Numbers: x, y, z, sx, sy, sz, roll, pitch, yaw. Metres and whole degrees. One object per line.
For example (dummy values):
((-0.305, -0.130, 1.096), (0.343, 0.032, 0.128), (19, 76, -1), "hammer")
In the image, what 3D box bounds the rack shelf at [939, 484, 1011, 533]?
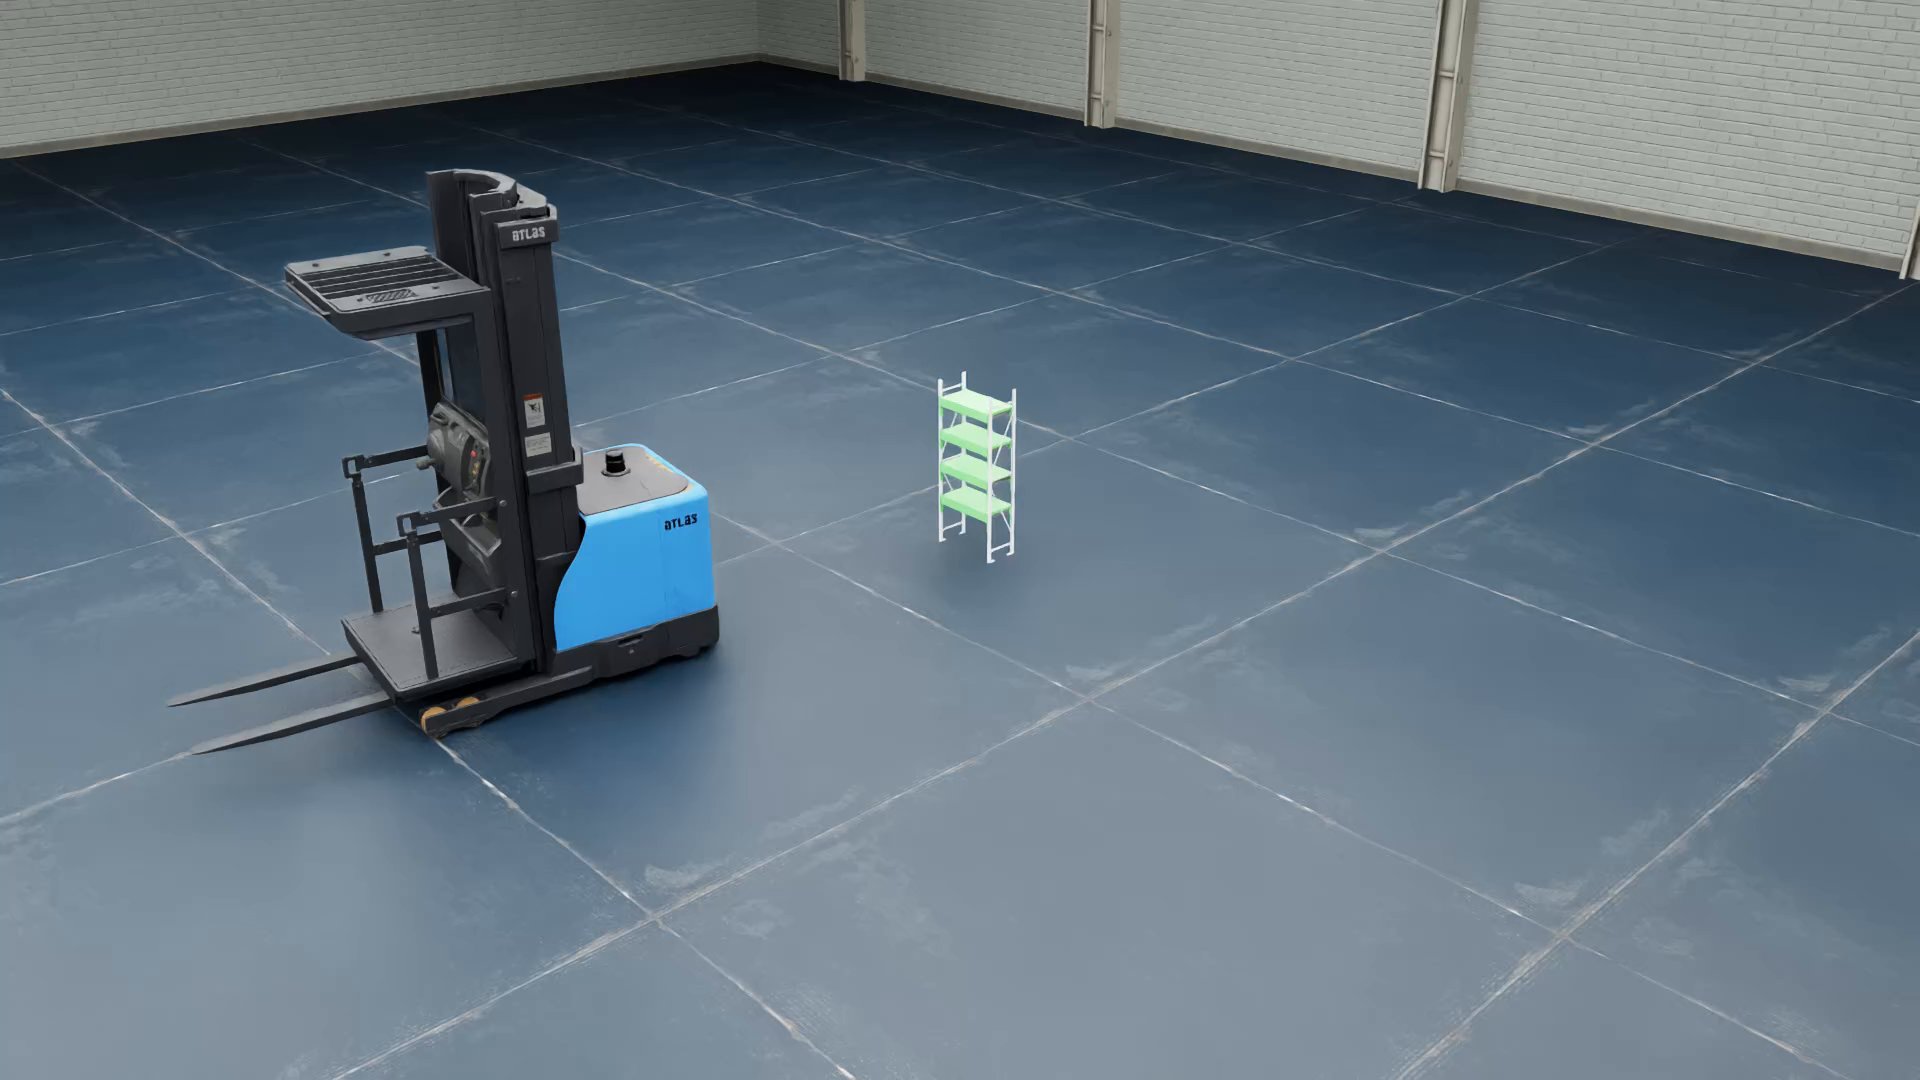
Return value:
((0.113, -0.219, 11.517), (0.258, 0.148, 0.480), (-21, 32, -38), "rack shelf")

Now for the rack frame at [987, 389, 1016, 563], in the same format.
((0.280, -0.422, 11.229), (0.240, 1.200, 0.015), (-21, 32, -38), "rack frame")

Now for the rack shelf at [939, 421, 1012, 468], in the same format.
((0.113, -0.656, 11.318), (0.258, 0.148, 0.480), (-21, 32, -38), "rack shelf")

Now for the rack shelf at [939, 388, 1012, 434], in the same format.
((0.113, -0.874, 11.218), (0.258, 0.148, 0.480), (-21, 32, -38), "rack shelf")

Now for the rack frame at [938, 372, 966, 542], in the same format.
((-0.054, -0.570, 11.553), (0.240, 1.200, 0.015), (-21, 32, -38), "rack frame")

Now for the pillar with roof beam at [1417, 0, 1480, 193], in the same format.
((3.134, -7.499, 17.345), (9.100, 9.000, 0.400), (-21, 32, -38), "pillar with roof beam")

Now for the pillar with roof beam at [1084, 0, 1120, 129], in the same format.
((-0.967, -9.316, 21.330), (9.100, 9.000, 0.400), (-21, 32, -38), "pillar with roof beam")

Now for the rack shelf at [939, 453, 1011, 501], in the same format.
((0.113, -0.438, 11.418), (0.258, 0.148, 0.480), (-21, 32, -38), "rack shelf")

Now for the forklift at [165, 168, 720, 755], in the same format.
((-2.984, -0.475, 9.261), (3.031, 2.935, 1.130), (-16, 29, -31), "forklift")

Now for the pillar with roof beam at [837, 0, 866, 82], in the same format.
((-5.068, -11.134, 25.315), (9.100, 9.000, 0.400), (-21, 32, -38), "pillar with roof beam")

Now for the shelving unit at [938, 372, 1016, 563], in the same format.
((0.113, -0.496, 11.391), (0.258, 1.200, 0.503), (-21, 32, -38), "shelving unit")

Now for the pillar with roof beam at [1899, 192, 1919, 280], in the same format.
((7.235, -5.681, 13.360), (9.100, 9.000, 0.400), (-21, 32, -38), "pillar with roof beam")
